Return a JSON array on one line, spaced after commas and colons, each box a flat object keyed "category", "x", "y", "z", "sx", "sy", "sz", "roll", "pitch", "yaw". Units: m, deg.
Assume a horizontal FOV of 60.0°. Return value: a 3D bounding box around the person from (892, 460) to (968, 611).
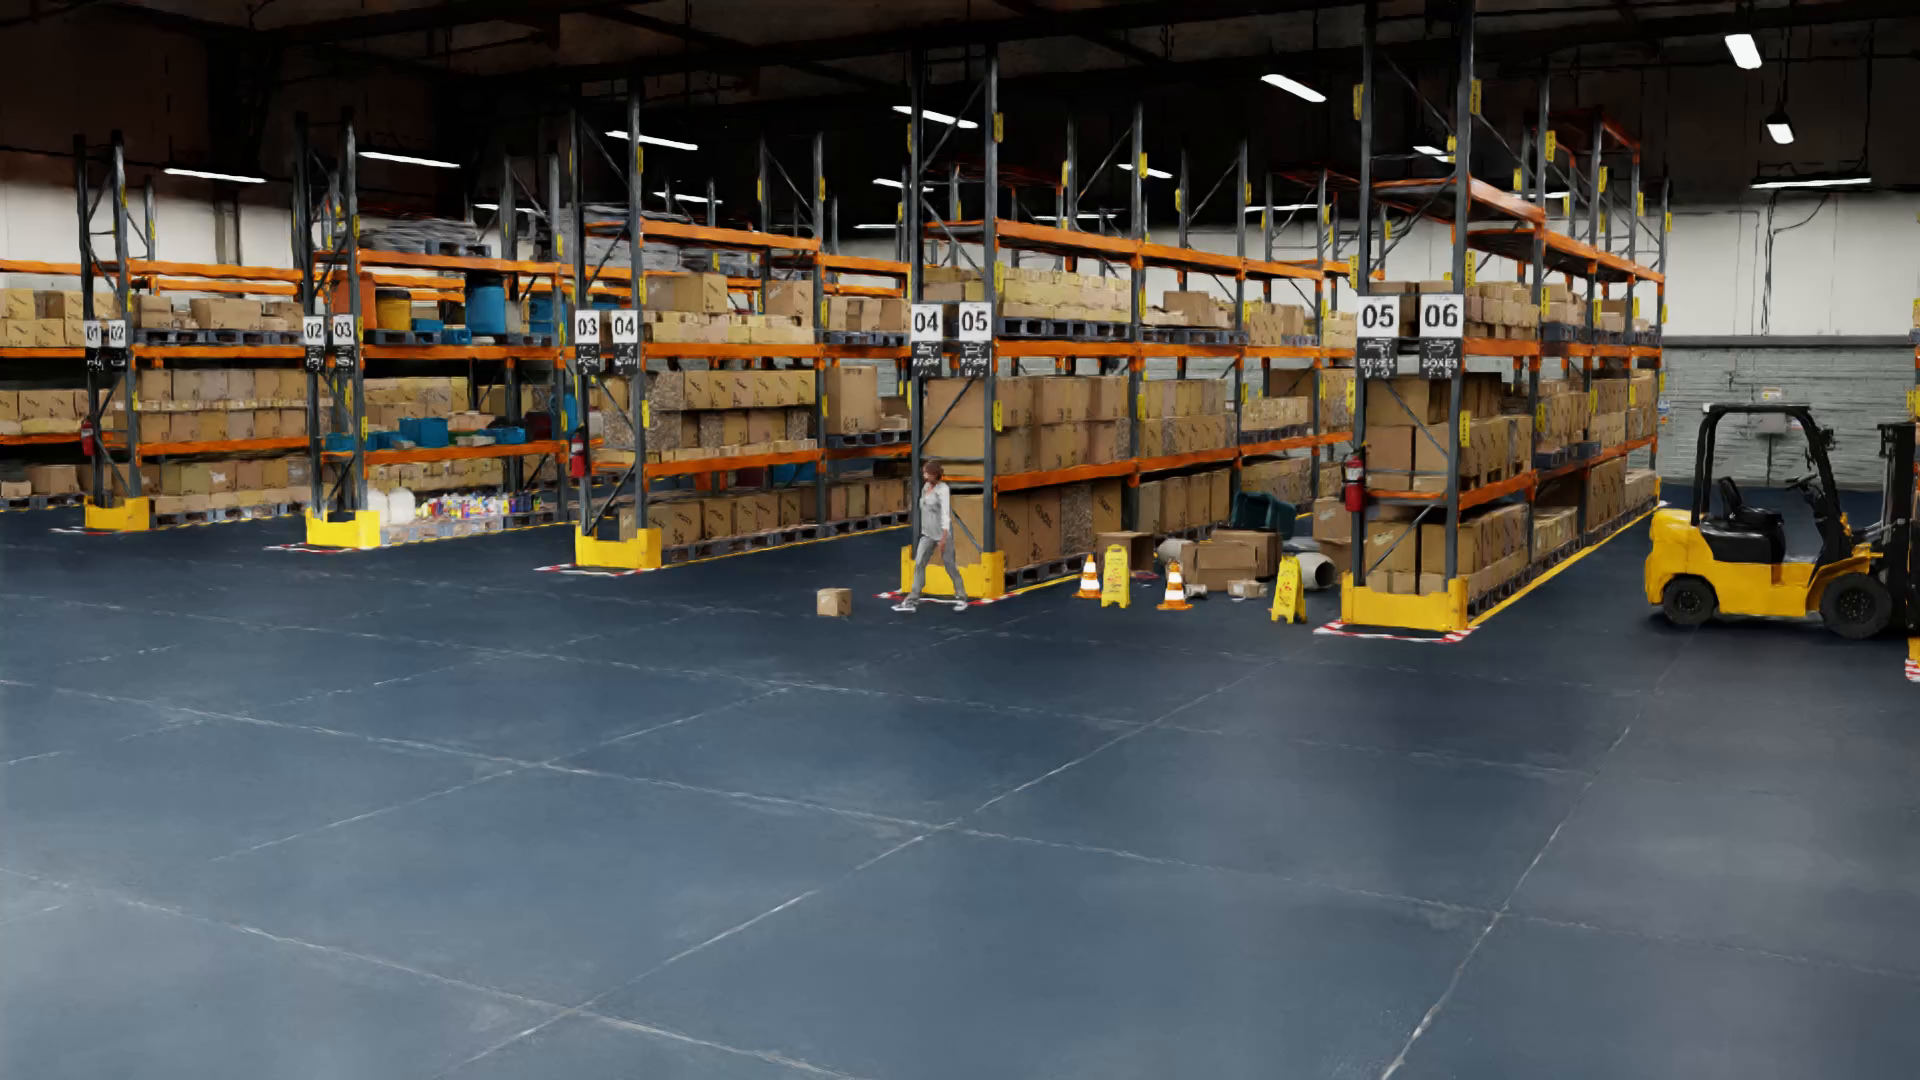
[{"category": "person", "x": -0.262, "y": -0.043, "z": 16.917, "sx": 0.819, "sy": 1.551, "sz": 0.451, "roll": -5, "pitch": 8, "yaw": -41}]
